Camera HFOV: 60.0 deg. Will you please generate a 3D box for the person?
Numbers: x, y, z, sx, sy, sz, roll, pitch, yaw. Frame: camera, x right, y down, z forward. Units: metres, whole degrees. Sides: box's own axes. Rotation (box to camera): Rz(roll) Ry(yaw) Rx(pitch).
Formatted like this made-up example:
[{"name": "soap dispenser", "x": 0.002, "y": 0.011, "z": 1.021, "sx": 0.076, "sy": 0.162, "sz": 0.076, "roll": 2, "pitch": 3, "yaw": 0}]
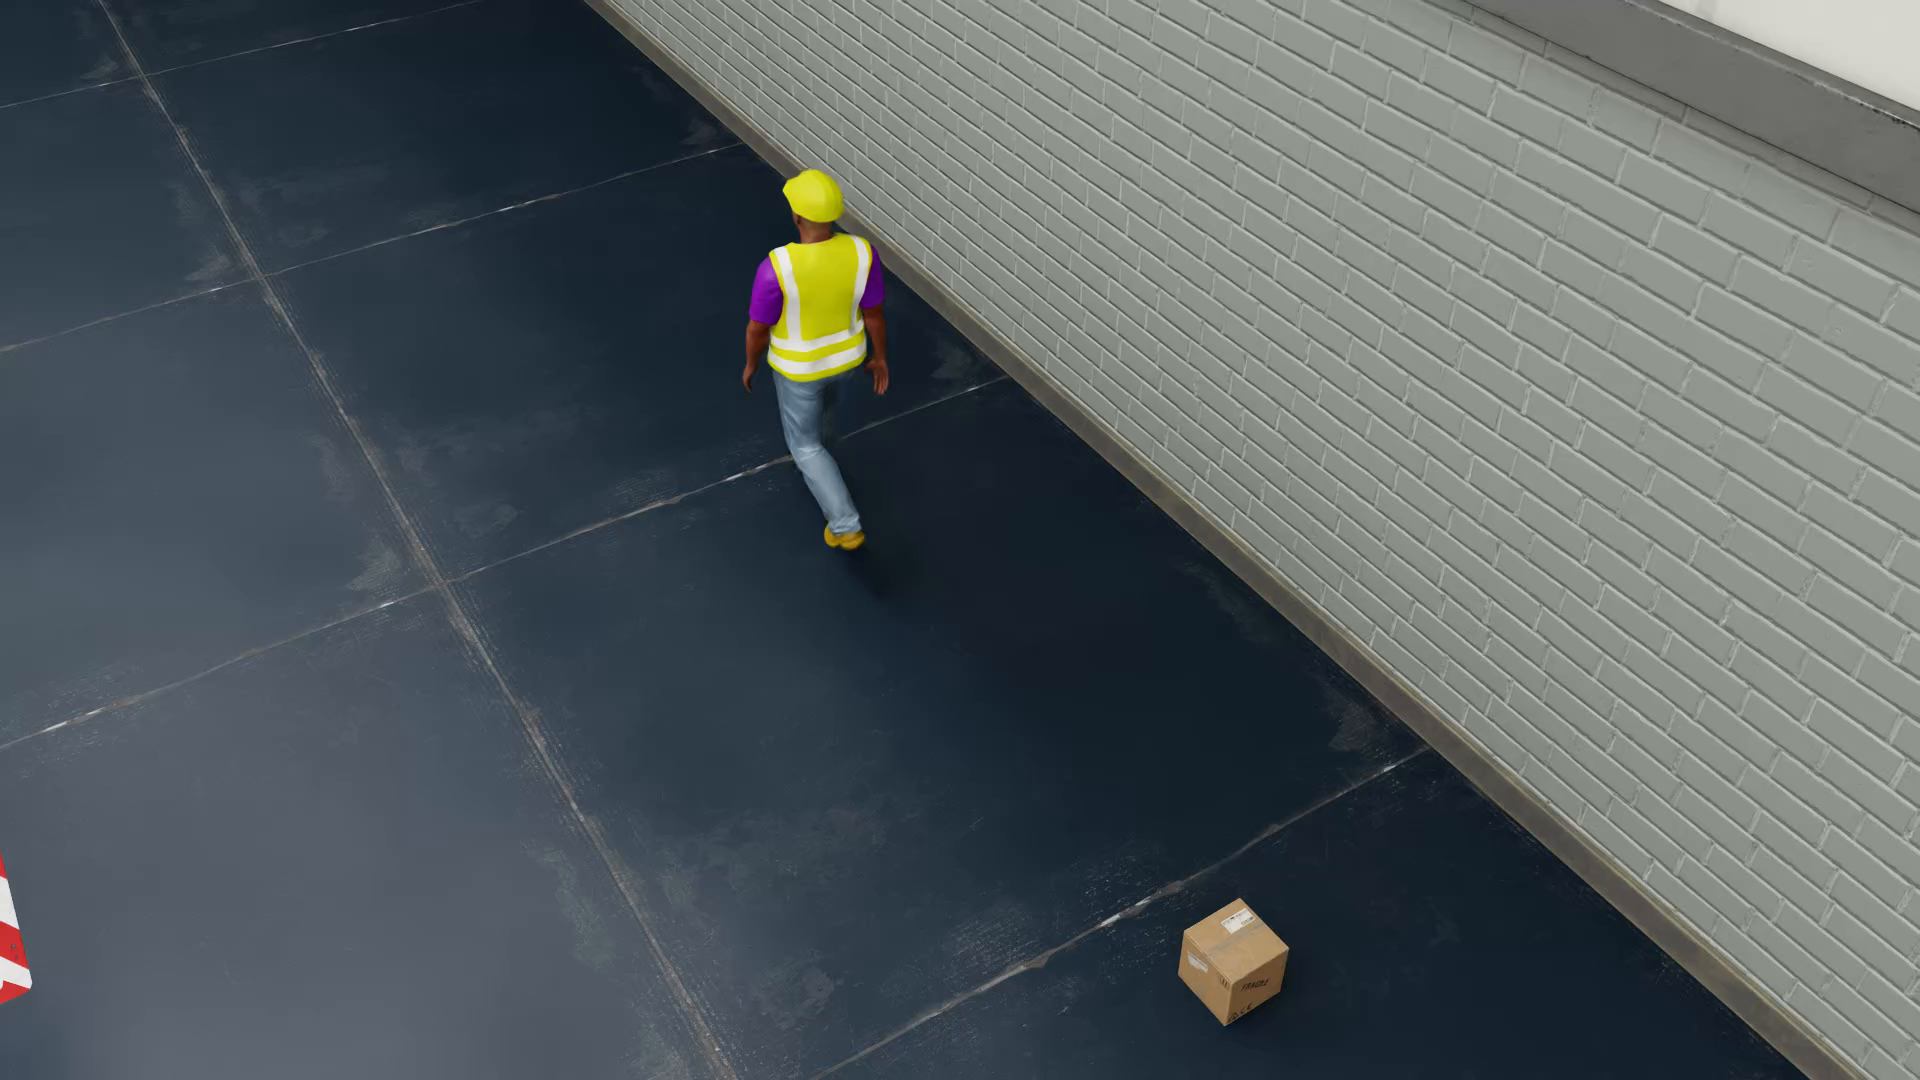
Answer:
[{"name": "person", "x": -0.613, "y": -0.770, "z": 7.036, "sx": 0.583, "sy": 1.734, "sz": 0.945, "roll": -20, "pitch": 44, "yaw": -22}]
